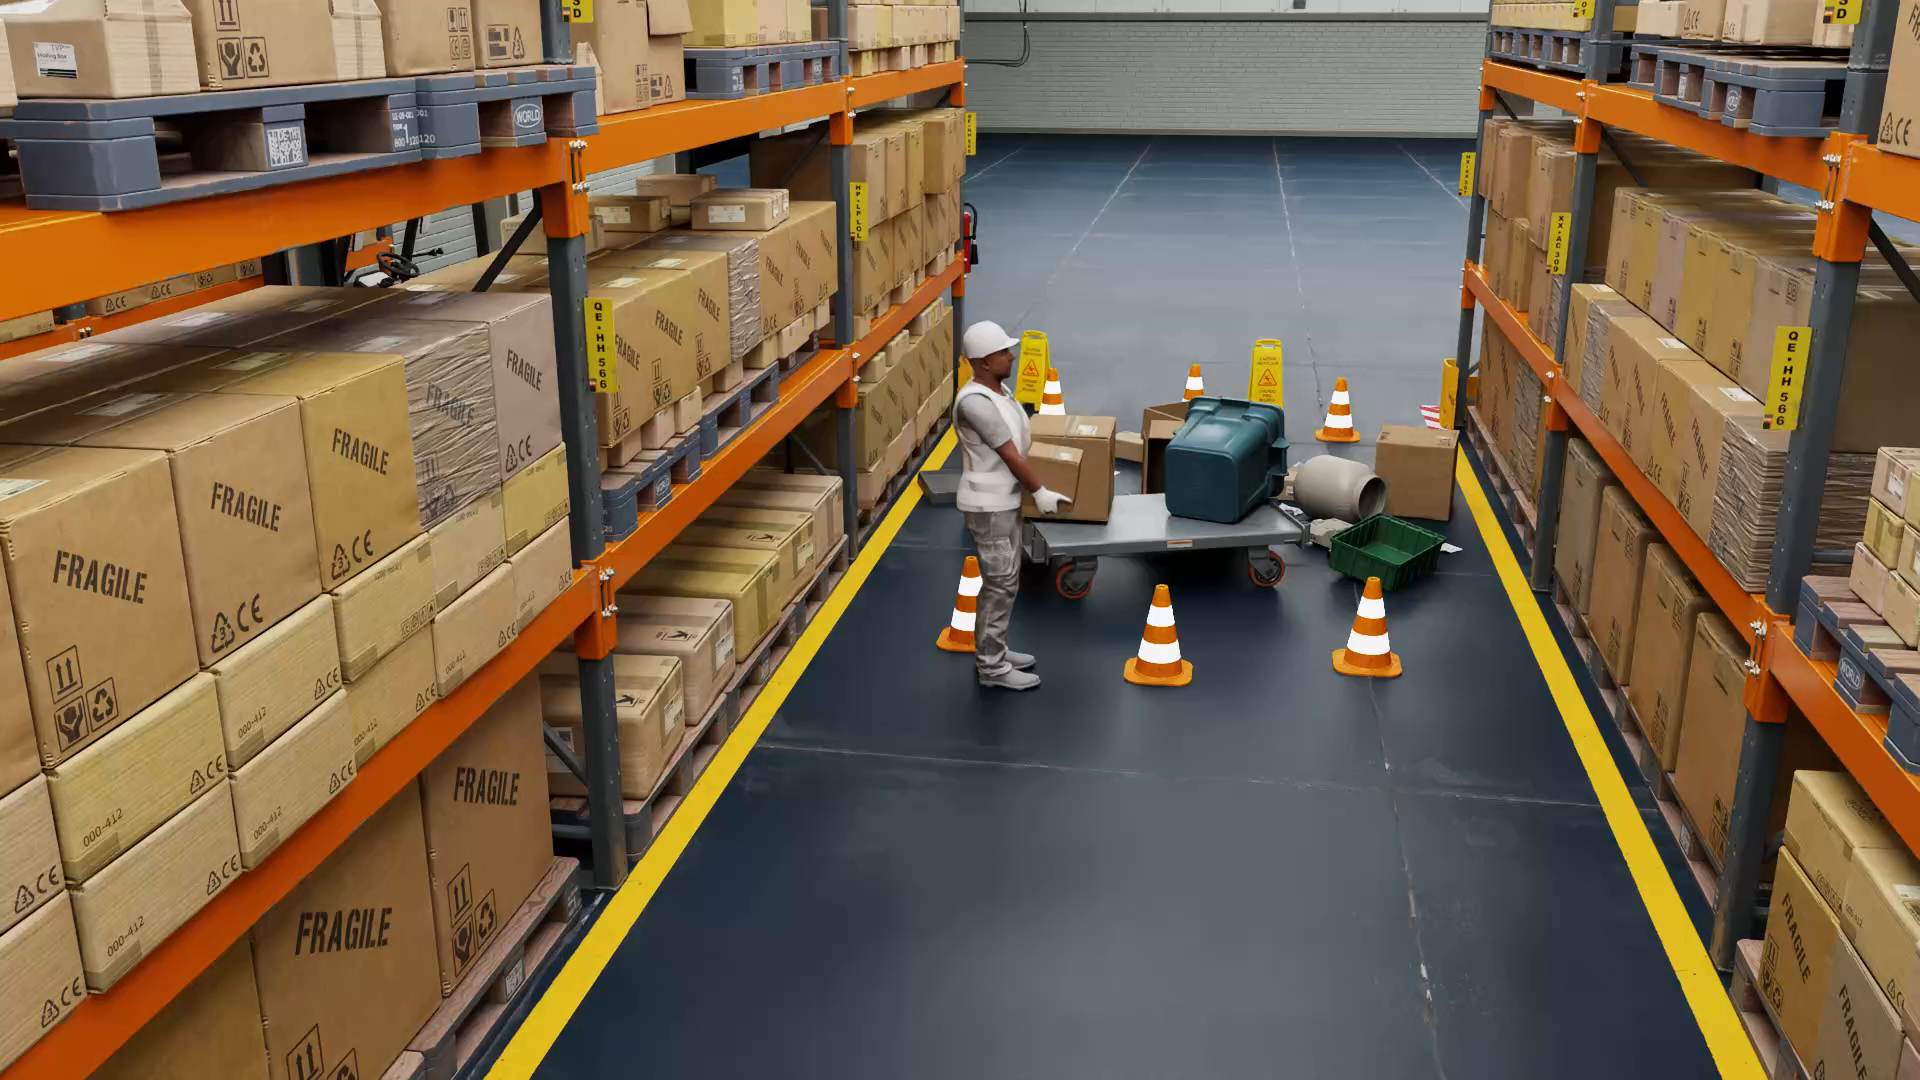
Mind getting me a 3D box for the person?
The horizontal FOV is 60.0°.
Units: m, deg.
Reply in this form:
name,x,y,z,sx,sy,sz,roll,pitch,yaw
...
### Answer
name,x,y,z,sx,sy,sz,roll,pitch,yaw
person,0.270,-0.168,8.052,0.580,1.779,0.488,3,18,9
